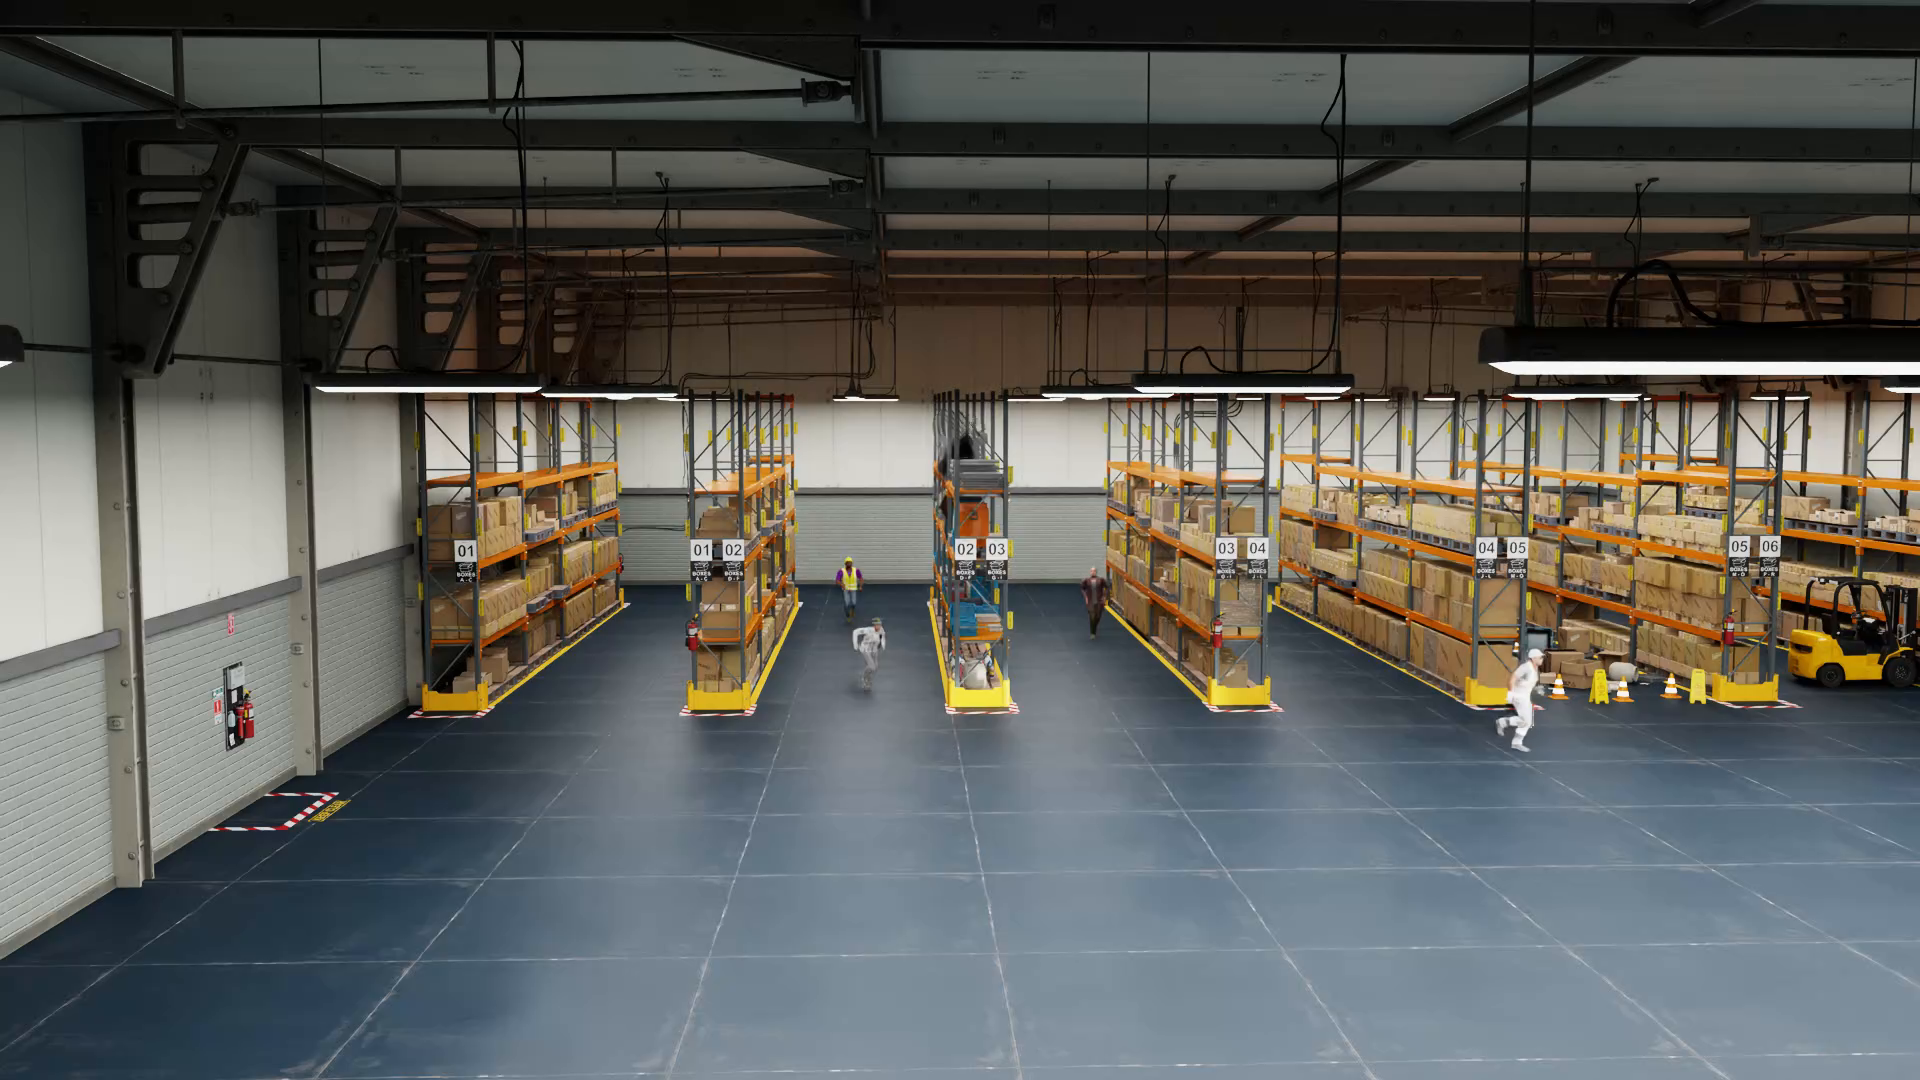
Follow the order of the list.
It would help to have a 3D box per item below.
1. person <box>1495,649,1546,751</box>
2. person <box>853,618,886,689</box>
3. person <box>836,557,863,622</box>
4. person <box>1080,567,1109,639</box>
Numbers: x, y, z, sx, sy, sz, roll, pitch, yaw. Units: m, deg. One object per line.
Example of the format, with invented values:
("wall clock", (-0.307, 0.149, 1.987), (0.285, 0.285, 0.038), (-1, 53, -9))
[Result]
("person", (9.301, 2.637, 27.600), (0.775, 1.711, 0.654), (3, 5, 30))
("person", (-1.808, 2.274, 33.177), (0.645, 1.497, 0.816), (-3, 6, -33))
("person", (-2.891, 1.315, 43.582), (0.732, 1.718, 0.582), (-1, 5, -10))
("person", (3.298, 1.537, 40.811), (0.711, 1.763, 0.717), (0, 5, 5))
